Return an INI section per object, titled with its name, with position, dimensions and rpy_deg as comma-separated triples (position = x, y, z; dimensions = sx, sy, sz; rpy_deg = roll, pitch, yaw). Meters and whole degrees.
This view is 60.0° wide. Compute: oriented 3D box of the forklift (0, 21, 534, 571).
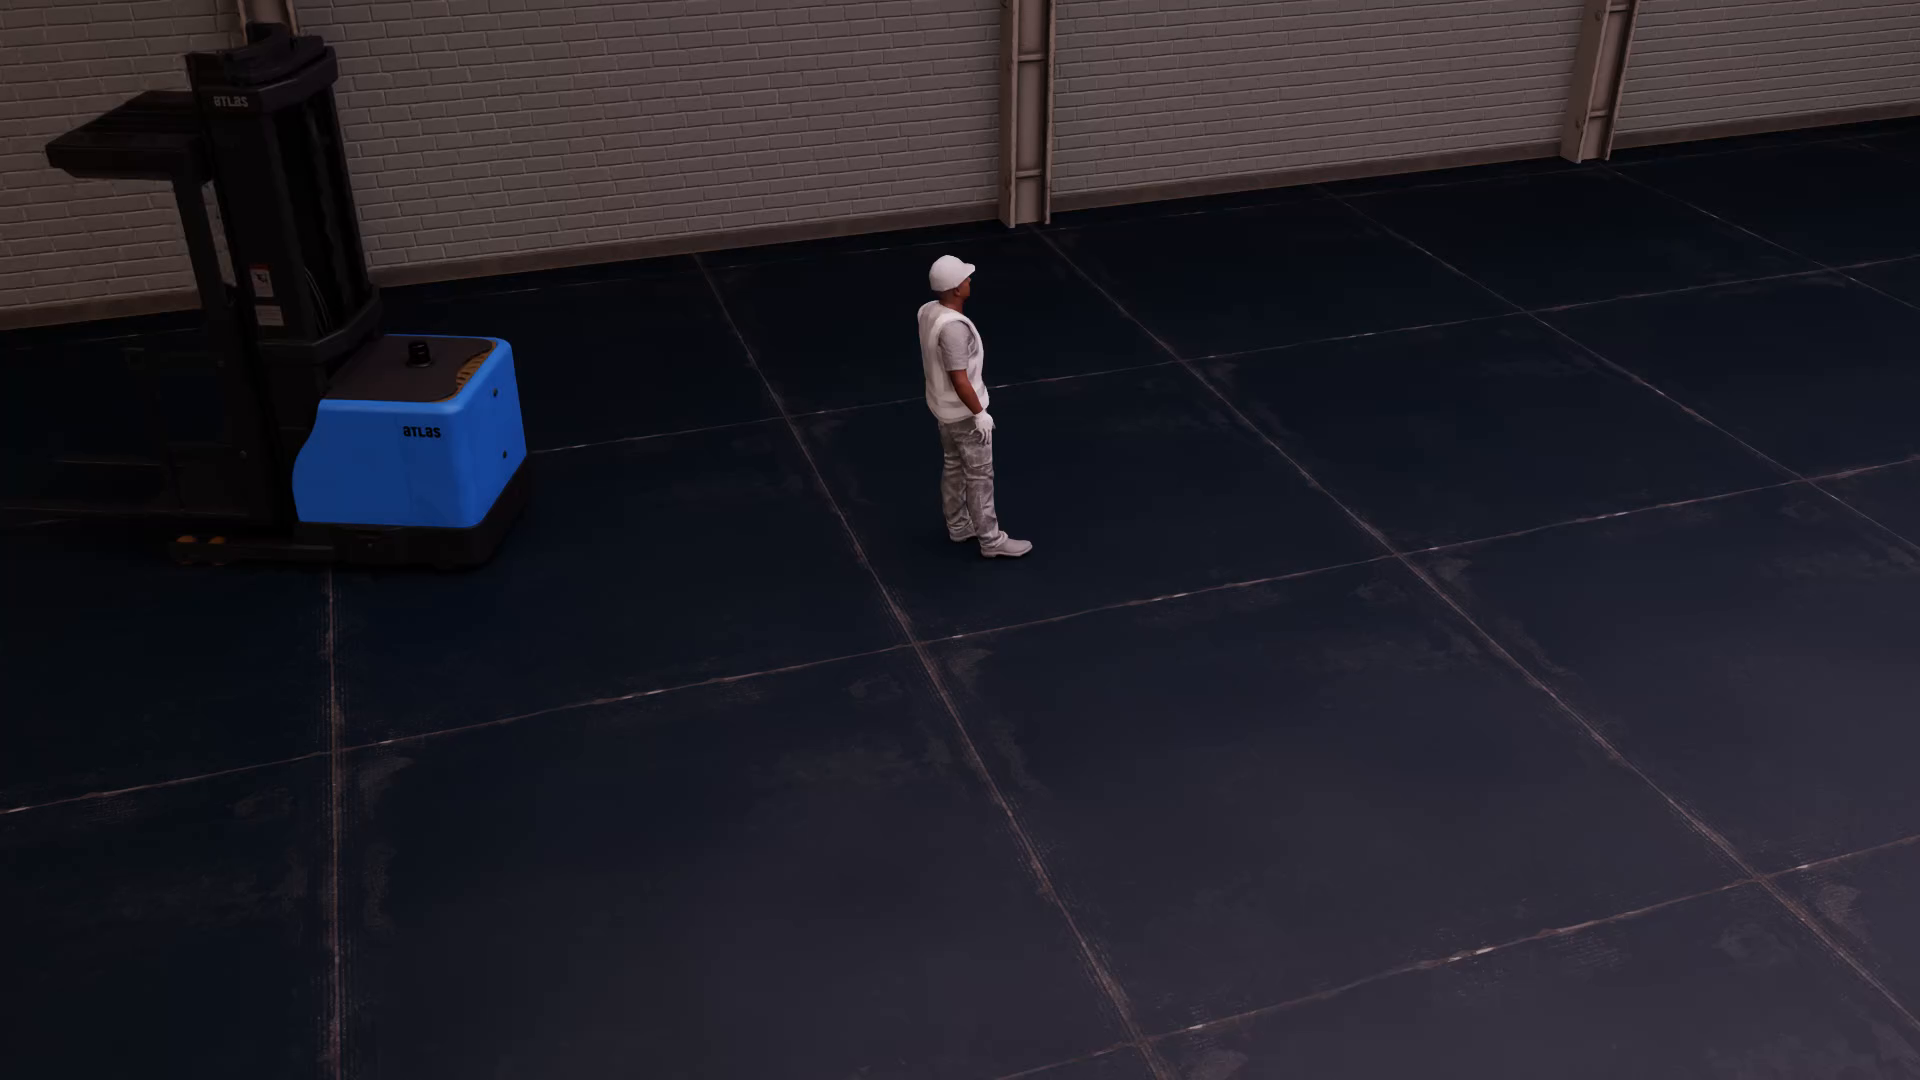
[forklift]
position = -4.220, -1.379, 9.485
dimensions = 3.031, 2.935, 1.130
rpy_deg = 2, 30, 4

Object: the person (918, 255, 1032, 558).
[person]
position = 0.071, -0.786, 9.590
dimensions = 0.577, 1.782, 0.656
rpy_deg = -10, 31, -16
